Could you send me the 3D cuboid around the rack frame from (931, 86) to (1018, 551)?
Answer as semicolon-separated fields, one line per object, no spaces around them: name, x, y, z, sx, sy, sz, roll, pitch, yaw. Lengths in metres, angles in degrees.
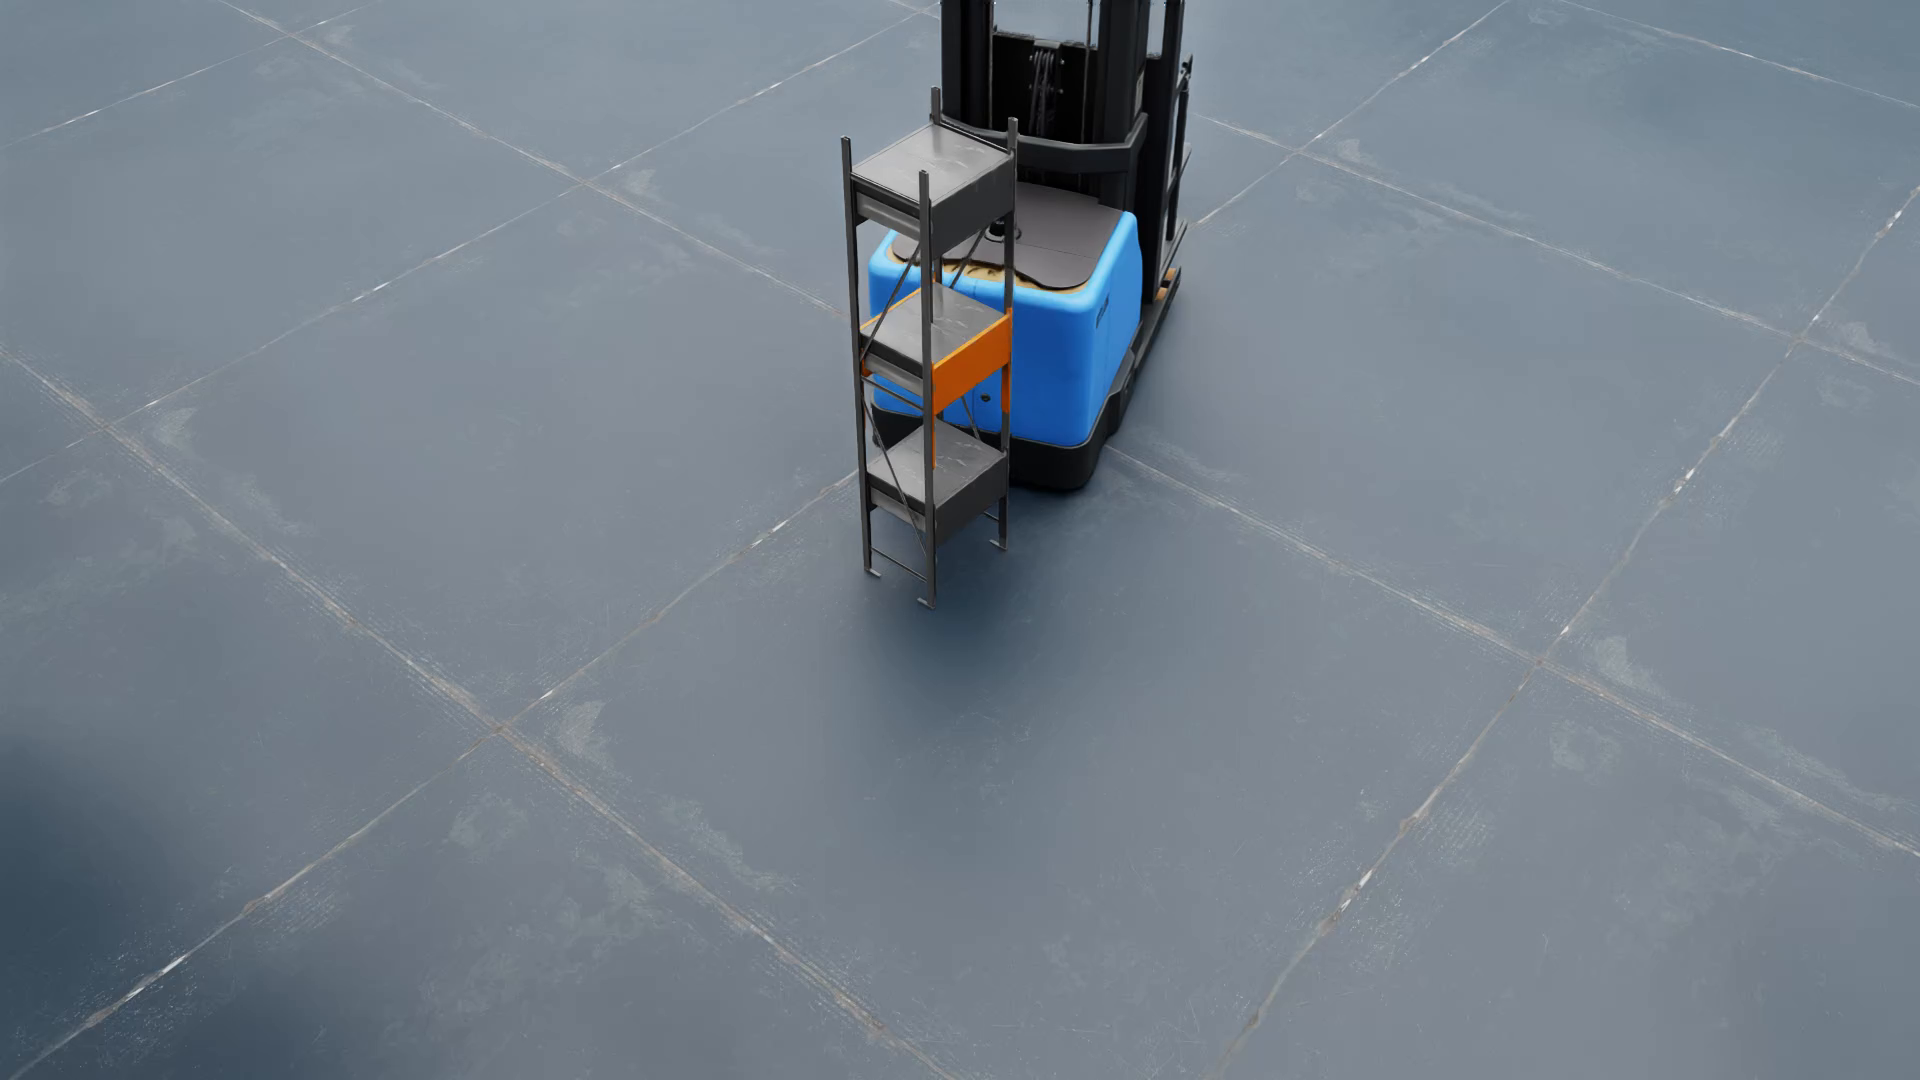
rack frame;0.050;-0.817;6.770;0.400;2.100;0.015;29;50;28

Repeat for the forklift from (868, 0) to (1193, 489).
forklift;0.537;-2.321;7.806;1.130;2.935;3.031;13;44;14

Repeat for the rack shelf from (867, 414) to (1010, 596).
rack shelf;-0.107;-0.164;7.112;0.431;0.518;0.480;29;50;28

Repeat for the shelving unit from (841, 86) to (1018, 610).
shelving unit;-0.107;-0.692;6.632;0.431;2.100;0.503;29;50;28

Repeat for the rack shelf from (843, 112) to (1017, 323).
rack shelf;-0.107;-1.199;6.170;0.431;0.518;0.480;29;50;28

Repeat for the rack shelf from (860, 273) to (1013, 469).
rack shelf;-0.107;-0.682;6.641;0.431;0.518;0.480;29;50;28

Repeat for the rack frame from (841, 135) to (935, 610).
rack frame;-0.264;-0.566;6.494;0.400;2.100;0.015;29;50;28
